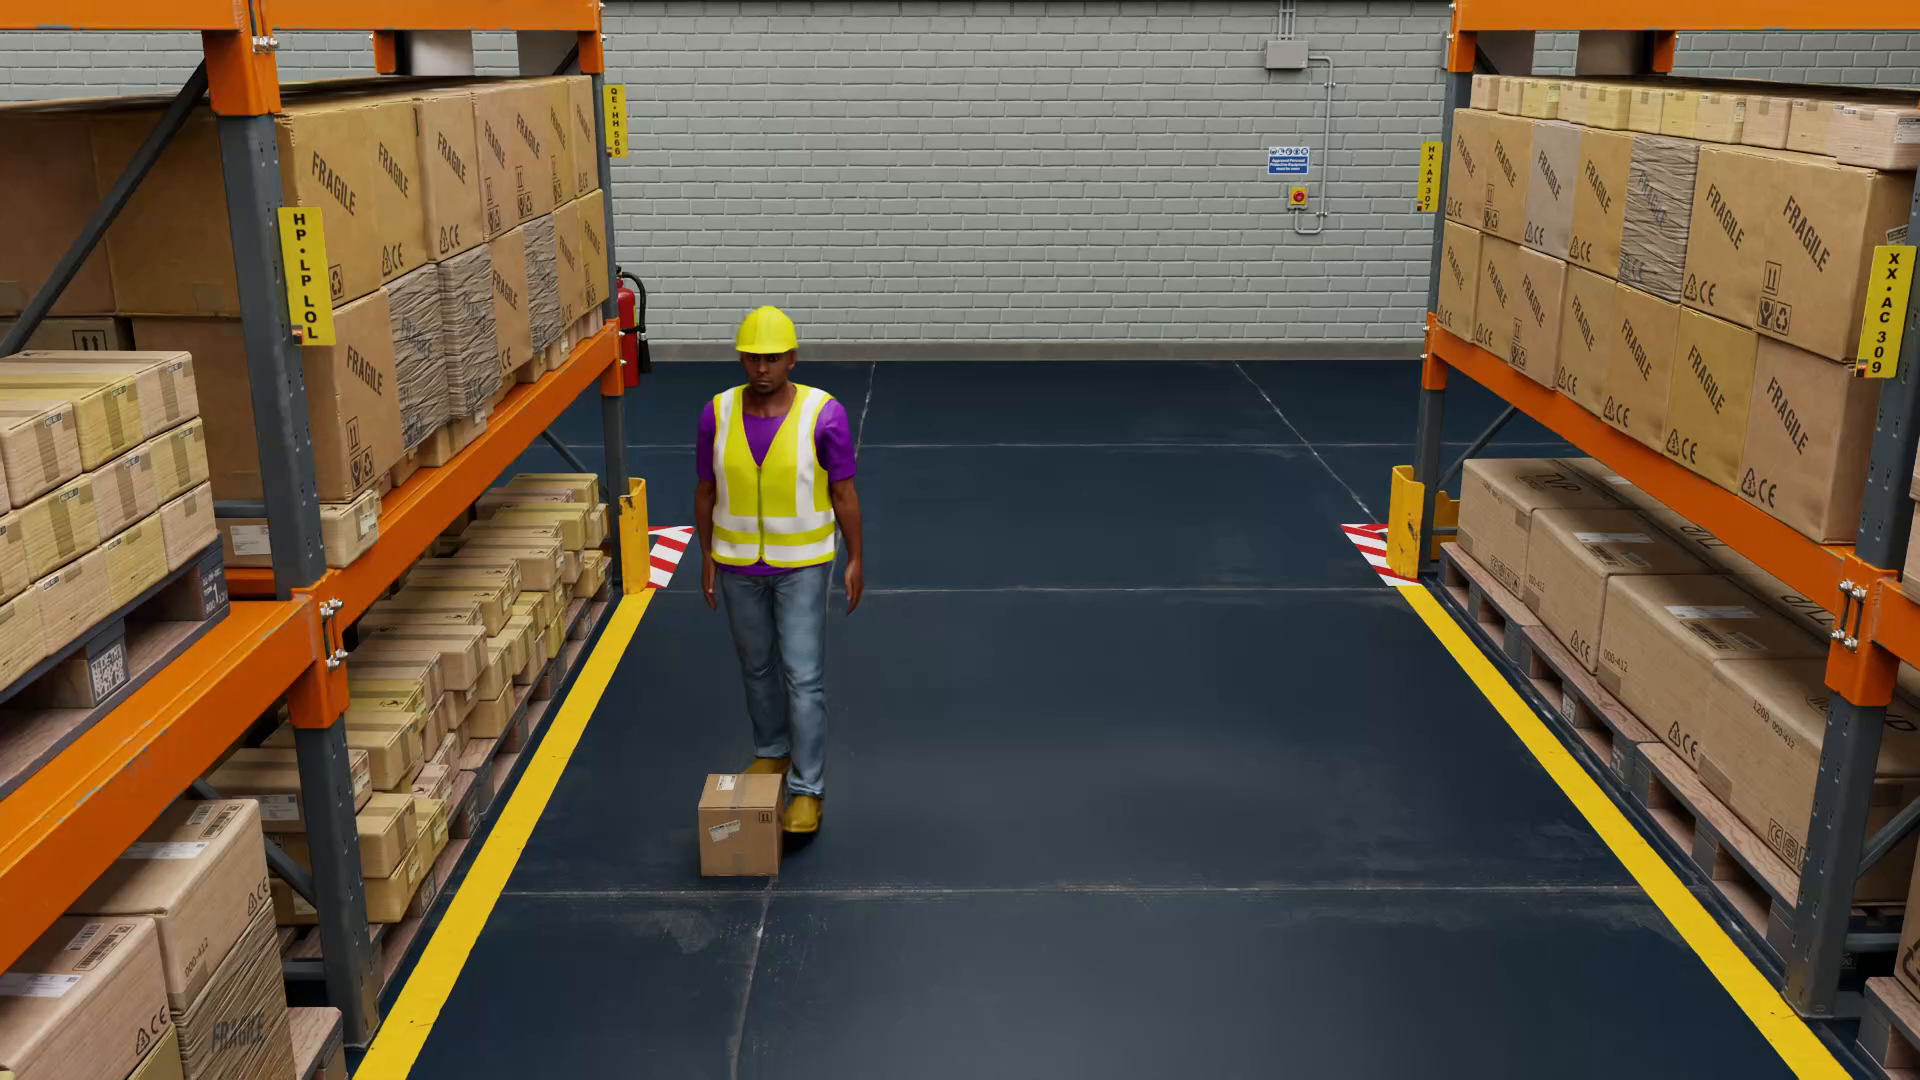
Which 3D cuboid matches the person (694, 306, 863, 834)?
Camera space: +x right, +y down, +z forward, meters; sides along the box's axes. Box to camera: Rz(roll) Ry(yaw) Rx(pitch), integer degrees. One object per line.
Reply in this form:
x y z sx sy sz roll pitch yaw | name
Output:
-0.647 0.105 5.658 0.598 1.764 0.660 2 17 8 | person
